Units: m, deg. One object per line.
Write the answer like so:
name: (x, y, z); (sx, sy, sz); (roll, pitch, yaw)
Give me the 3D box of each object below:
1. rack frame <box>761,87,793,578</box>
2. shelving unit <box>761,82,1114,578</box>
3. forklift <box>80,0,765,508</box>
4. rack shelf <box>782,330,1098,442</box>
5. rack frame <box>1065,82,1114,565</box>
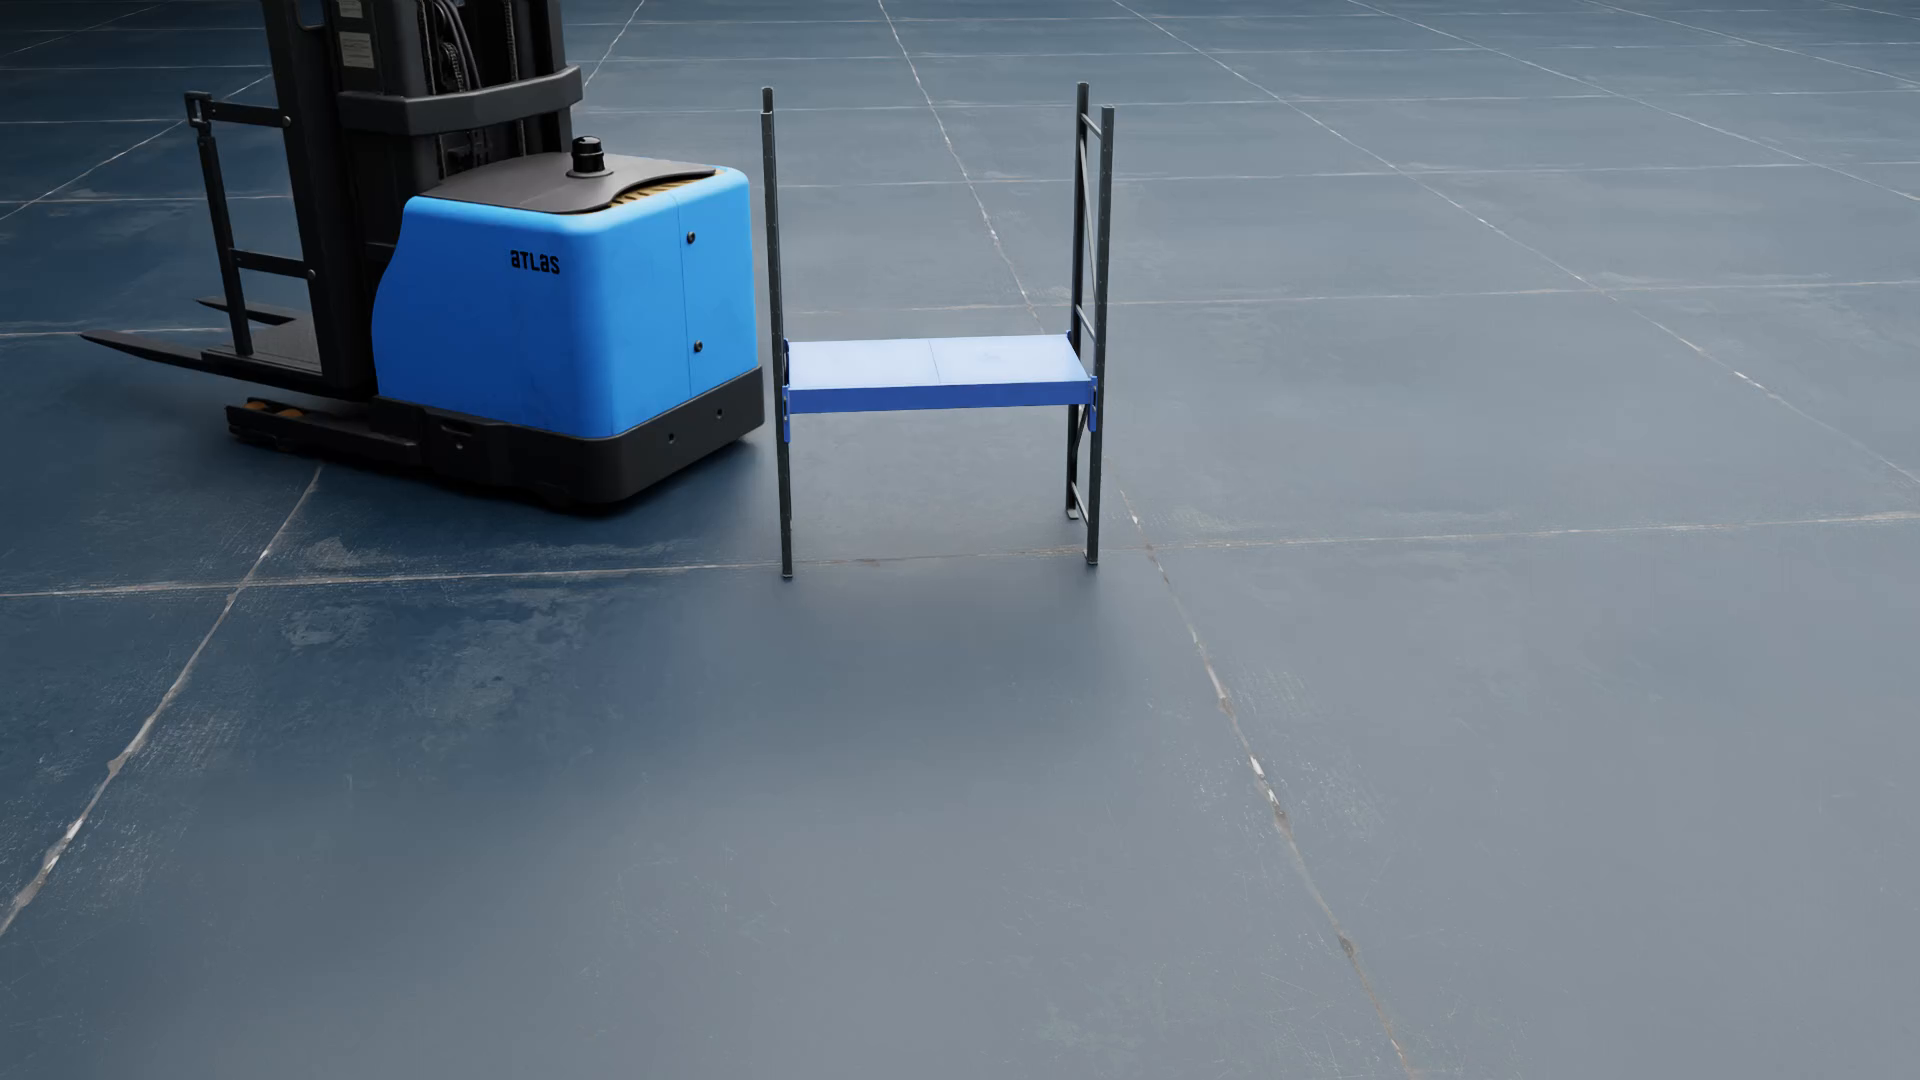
rack frame: (-0.591, -0.662, 5.392); (0.032, 1.500, 0.500); (-2, 24, -5)
shelving unit: (-0.085, -0.682, 5.438); (1.048, 1.500, 0.538); (-2, 24, -5)
forklift: (-2.325, -1.861, 6.328); (3.031, 2.935, 1.130); (12, 27, 25)
rack shelf: (-0.085, -0.518, 5.511); (1.000, 0.185, 0.538); (-2, 24, -5)
rack frame: (0.421, -0.702, 5.483); (0.032, 1.500, 0.500); (-2, 24, -5)
